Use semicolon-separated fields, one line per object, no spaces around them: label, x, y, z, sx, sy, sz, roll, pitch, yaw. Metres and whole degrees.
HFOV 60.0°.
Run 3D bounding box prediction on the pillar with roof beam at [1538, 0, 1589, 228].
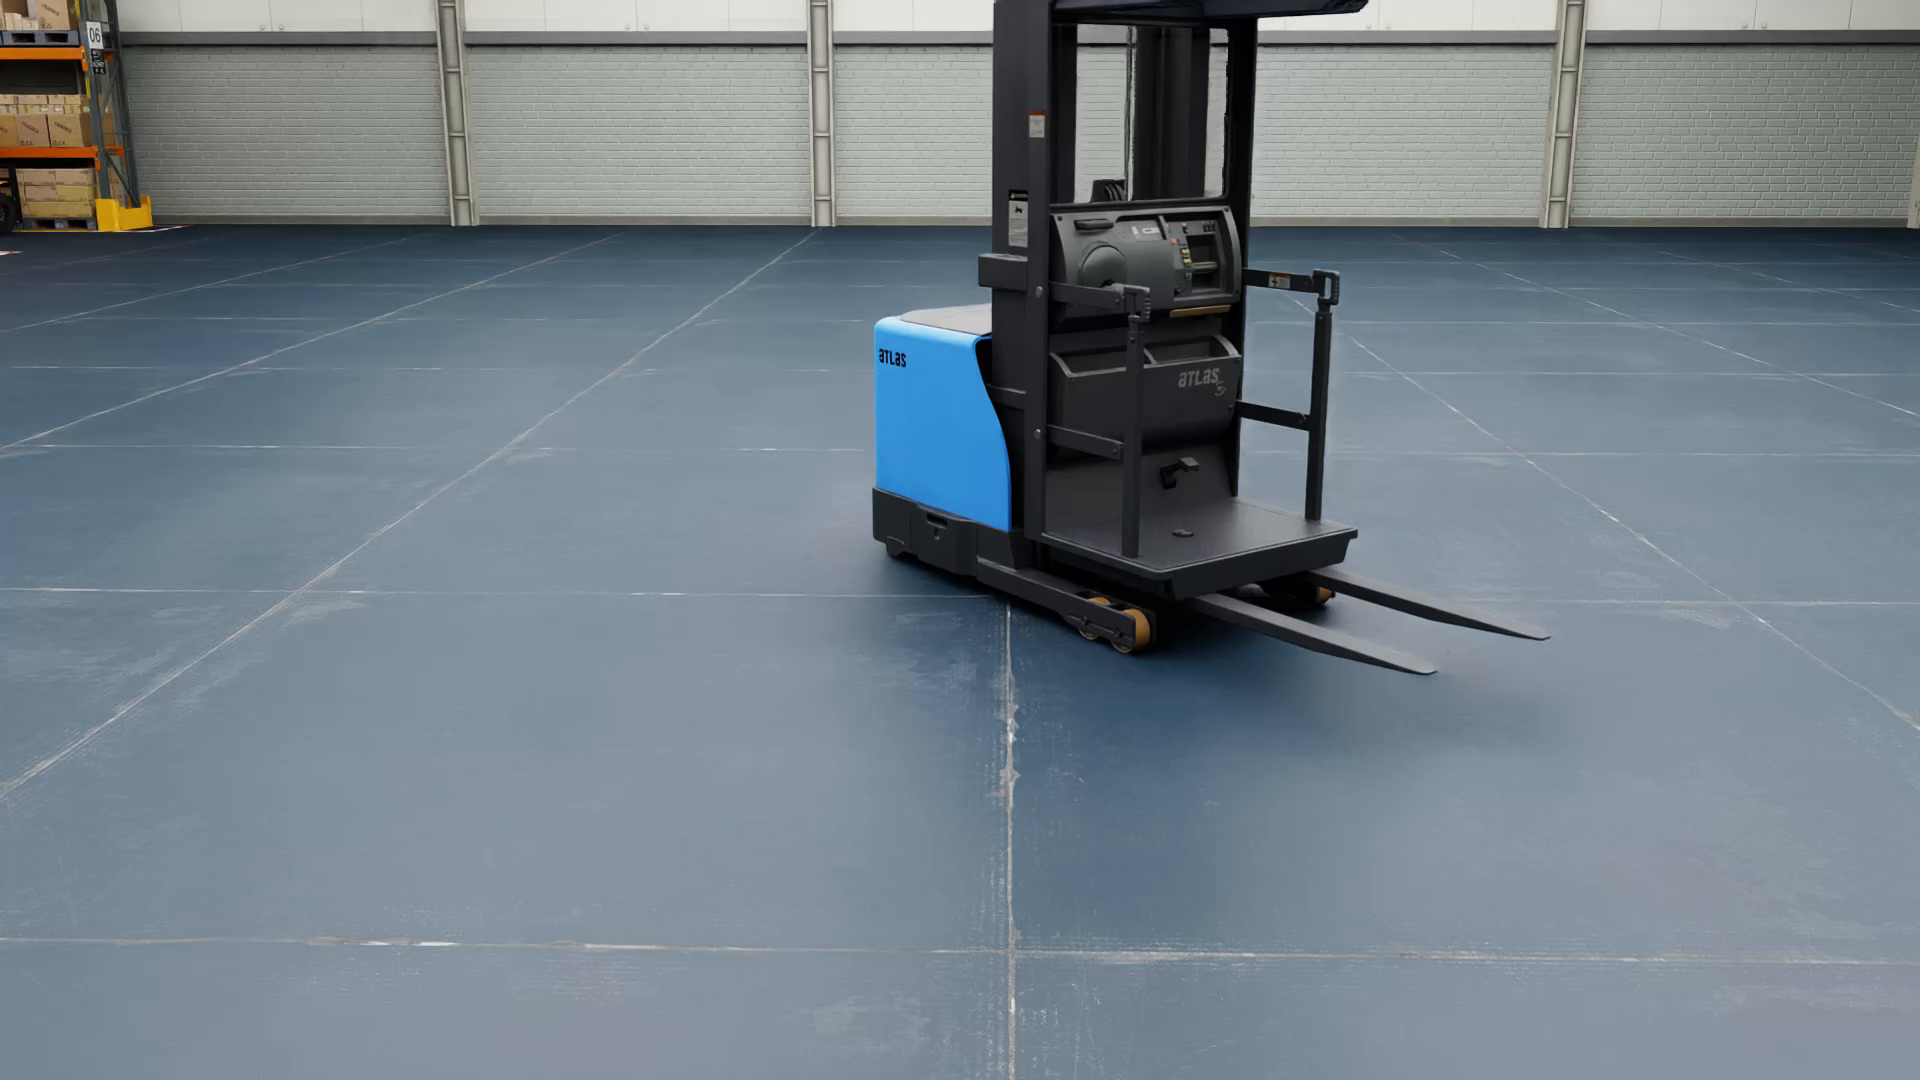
pillar with roof beam;9.633;-8.394;22.016;0.400;9.000;9.100;0;15;1

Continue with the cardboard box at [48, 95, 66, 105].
cardboard box;-14.187;-6.961;26.295;0.250;0.149;0.380;0;15;2

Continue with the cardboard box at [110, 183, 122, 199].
cardboard box;-14.041;-5.685;27.093;0.500;0.250;0.500;1;15;2

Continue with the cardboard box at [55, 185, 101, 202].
cardboard box;-14.071;-5.552;26.591;0.500;0.250;0.500;0;15;1

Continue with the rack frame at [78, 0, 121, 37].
rack frame;-13.576;-9.414;25.882;0.127;3.000;1.000;0;15;1

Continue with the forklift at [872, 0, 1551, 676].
forklift;0.874;-1.134;6.391;1.130;2.935;3.031;-11;18;-35

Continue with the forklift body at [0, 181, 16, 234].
forklift body;-15.519;-5.650;25.039;1.214;2.155;2.313;0;15;1

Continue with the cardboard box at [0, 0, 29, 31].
cardboard box;-15.046;-8.236;26.083;0.500;0.500;0.700;0;15;2

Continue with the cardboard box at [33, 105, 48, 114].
cardboard box;-14.444;-6.817;26.333;0.250;0.149;0.380;1;15;2

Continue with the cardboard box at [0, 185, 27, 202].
cardboard box;-15.089;-5.556;26.606;0.500;0.250;0.500;0;15;0

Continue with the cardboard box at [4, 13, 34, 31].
cardboard box;-14.666;-8.080;25.949;0.258;0.266;0.396;0;15;2

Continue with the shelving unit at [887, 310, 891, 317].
shelving unit;-0.209;-0.554;7.883;0.252;1.050;0.215;-1;15;-5

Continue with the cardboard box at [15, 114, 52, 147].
cardboard box;-14.593;-6.504;26.415;0.500;0.500;0.500;1;15;3

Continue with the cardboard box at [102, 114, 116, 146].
cardboard box;-14.064;-6.636;26.915;0.500;0.500;0.500;1;15;3

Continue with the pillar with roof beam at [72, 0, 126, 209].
pillar with roof beam;-14.359;-8.551;22.609;0.400;9.000;9.100;0;15;1

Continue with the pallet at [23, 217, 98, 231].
pallet;-14.342;-5.159;26.981;1.213;0.211;1.003;0;15;1

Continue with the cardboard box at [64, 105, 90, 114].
cardboard box;-13.930;-6.806;26.290;0.250;0.149;0.380;1;15;2

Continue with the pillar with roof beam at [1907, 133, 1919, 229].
pillar with roof beam;15.631;-8.355;21.868;0.400;9.000;9.100;0;15;1

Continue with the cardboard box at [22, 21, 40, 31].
cardboard box;-14.412;-8.022;25.957;0.250;0.149;0.380;0;15;0

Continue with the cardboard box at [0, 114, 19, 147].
cardboard box;-15.106;-6.507;26.427;0.500;0.500;0.500;0;15;0

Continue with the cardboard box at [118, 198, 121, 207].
cardboard box;-14.062;-5.440;27.146;0.500;0.250;0.500;0;15;2

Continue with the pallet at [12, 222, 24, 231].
pallet;-15.558;-5.168;27.014;1.213;0.211;1.003;0;15;1

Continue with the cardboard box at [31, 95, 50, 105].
cardboard box;-14.449;-6.956;26.275;0.250;0.149;0.380;1;15;3

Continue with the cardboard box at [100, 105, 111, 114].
cardboard box;-13.909;-6.944;26.811;0.250;0.149;0.380;0;15;0

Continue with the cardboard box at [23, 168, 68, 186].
cardboard box;-14.555;-5.796;26.534;0.500;0.250;0.500;1;15;2

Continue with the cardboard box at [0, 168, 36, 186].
cardboard box;-15.060;-5.796;26.537;0.500;0.250;0.500;1;15;2

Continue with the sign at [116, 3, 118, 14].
sign;-13.556;-8.566;26.679;0.005;0.325;0.100;0;15;1

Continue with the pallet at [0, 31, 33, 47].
pallet;-15.505;-7.939;26.346;1.213;0.211;1.003;0;15;1

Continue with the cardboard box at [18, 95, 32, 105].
cardboard box;-14.696;-6.977;26.353;0.250;0.149;0.380;0;15;2

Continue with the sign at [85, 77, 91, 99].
sign;-13.604;-7.049;25.945;0.005;0.325;0.100;0;15;1

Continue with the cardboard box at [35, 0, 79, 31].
cardboard box;-14.025;-8.204;25.961;0.500;0.500;0.500;1;15;3

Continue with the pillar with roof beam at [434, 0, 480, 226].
pillar with roof beam;-8.361;-8.511;22.461;0.400;9.000;9.100;0;15;1

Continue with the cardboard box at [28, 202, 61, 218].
cardboard box;-14.551;-5.315;26.672;0.500;0.250;0.500;0;15;1

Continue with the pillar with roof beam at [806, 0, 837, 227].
pillar with roof beam;-2.363;-8.472;22.313;0.400;9.000;9.100;0;15;1

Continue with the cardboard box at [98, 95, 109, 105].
cardboard box;-13.907;-7.076;26.729;0.250;0.149;0.380;0;15;0

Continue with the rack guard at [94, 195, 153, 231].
rack guard;-13.552;-5.305;26.966;0.348;0.500;1.175;0;15;1

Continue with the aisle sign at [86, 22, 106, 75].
aisle sign;-13.518;-7.695;26.030;0.004;0.787;0.394;0;15;1

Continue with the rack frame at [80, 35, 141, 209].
rack frame;-13.576;-6.513;26.647;0.127;3.000;1.000;0;15;1

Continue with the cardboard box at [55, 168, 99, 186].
cardboard box;-14.045;-5.794;26.527;0.500;0.250;0.500;1;15;3

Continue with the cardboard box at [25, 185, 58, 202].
cardboard box;-14.572;-5.558;26.613;0.500;0.250;0.500;0;15;1

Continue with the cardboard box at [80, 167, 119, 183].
cardboard box;-14.052;-5.922;27.012;0.500;0.250;0.500;0;15;1

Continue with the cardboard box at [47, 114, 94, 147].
cardboard box;-14.075;-6.498;26.393;0.500;0.500;0.500;0;15;0

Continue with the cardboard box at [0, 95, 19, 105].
cardboard box;-14.960;-6.950;26.253;0.250;0.149;0.380;1;15;3

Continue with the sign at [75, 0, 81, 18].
sign;-13.604;-8.215;25.638;0.005;0.325;0.100;0;15;1

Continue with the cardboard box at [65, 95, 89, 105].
cardboard box;-13.940;-6.968;26.319;0.250;0.149;0.380;0;15;2

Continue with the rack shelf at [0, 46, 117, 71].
rack shelf;-15.576;-7.629;26.406;4.000;0.370;1.077;0;15;1

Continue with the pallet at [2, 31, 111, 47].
pallet;-14.282;-7.932;26.318;1.213;0.211;1.003;0;15;1

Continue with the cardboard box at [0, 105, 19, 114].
cardboard box;-14.960;-6.812;26.311;0.250;0.149;0.380;0;15;0

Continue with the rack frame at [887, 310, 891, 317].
rack frame;-0.331;-0.551;7.872;0.008;1.050;0.200;-1;15;-5

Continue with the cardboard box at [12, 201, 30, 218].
cardboard box;-15.051;-5.321;26.693;0.500;0.250;0.500;1;15;2

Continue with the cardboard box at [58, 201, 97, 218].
cardboard box;-14.054;-5.309;26.651;0.500;0.250;0.500;0;15;2

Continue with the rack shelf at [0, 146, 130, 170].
rack shelf;-15.576;-6.178;26.788;4.000;0.370;1.077;0;15;1

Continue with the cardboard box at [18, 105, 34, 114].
cardboard box;-14.692;-6.822;26.350;0.250;0.149;0.380;0;15;1

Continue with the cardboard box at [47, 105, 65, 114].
cardboard box;-14.186;-6.800;26.267;0.250;0.149;0.380;1;15;2

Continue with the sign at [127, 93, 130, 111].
sign;-13.556;-7.112;27.063;0.005;0.325;0.100;0;15;1
